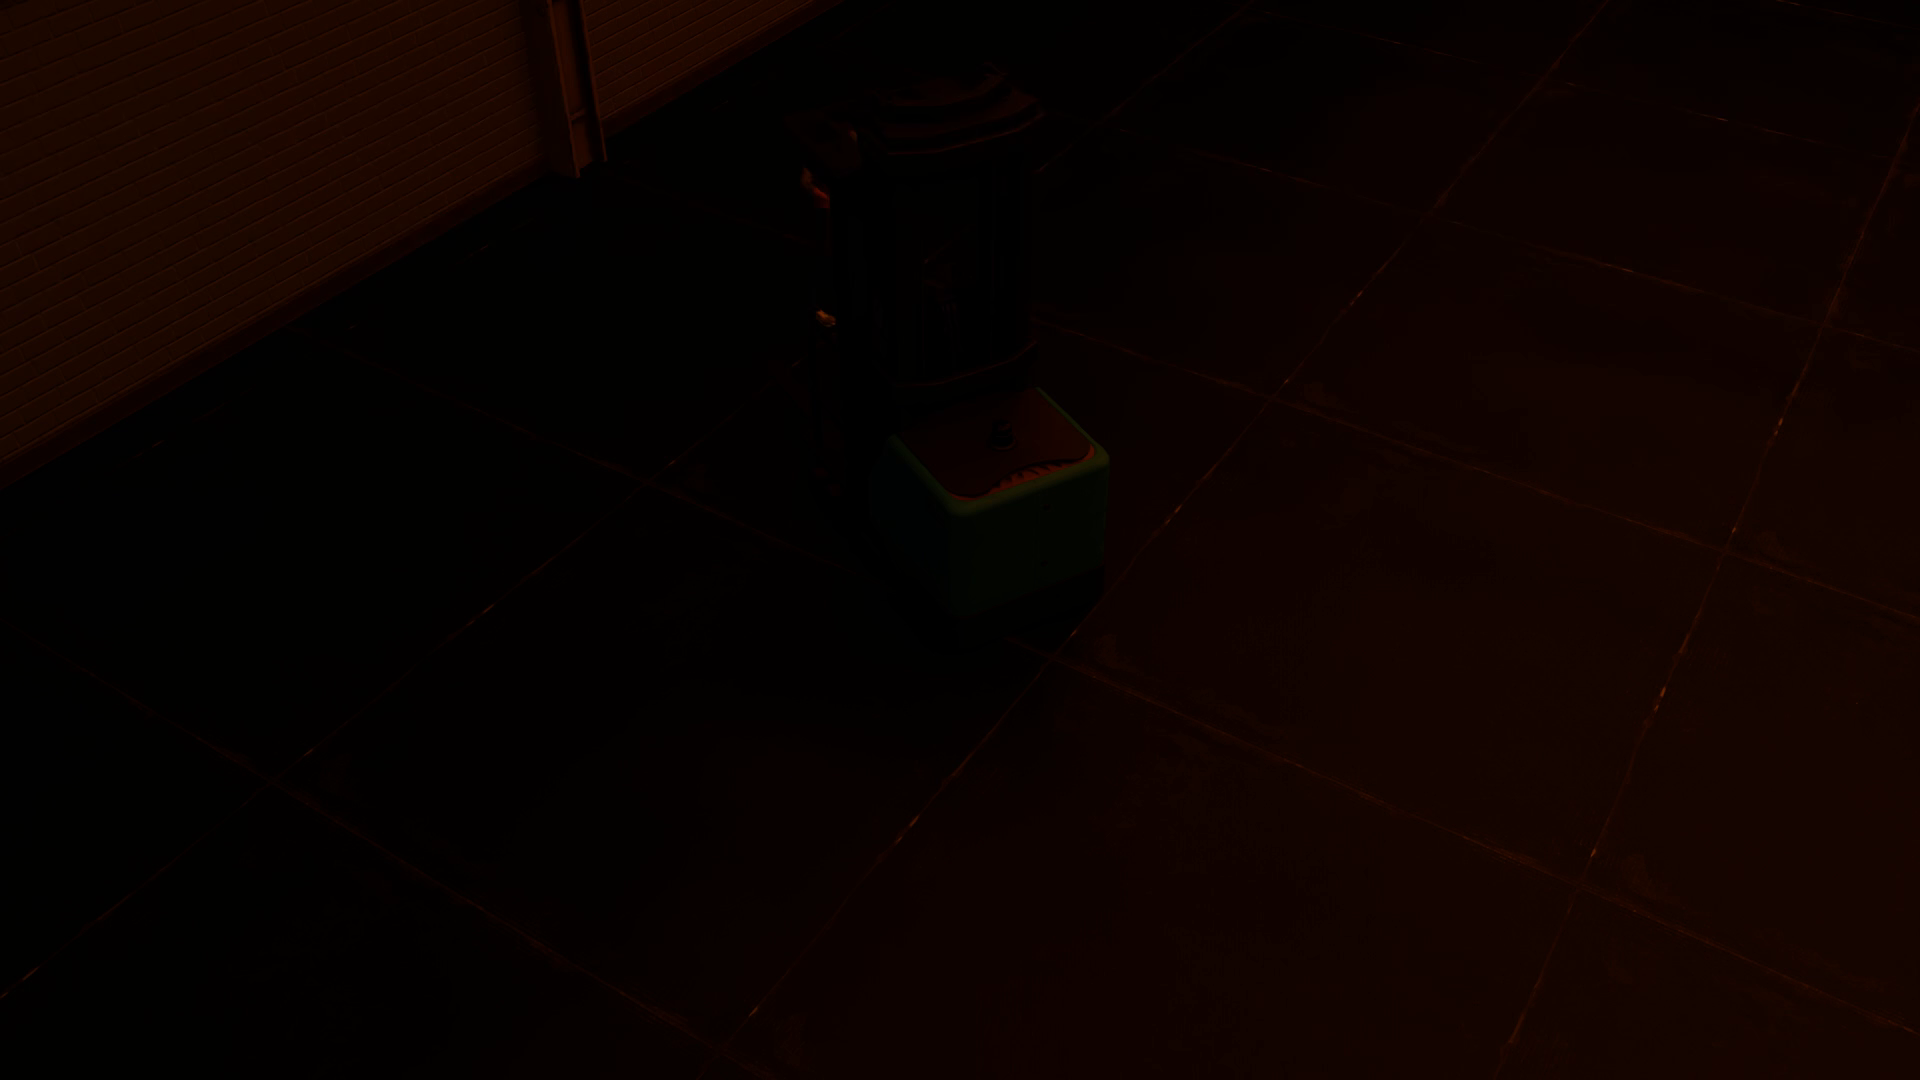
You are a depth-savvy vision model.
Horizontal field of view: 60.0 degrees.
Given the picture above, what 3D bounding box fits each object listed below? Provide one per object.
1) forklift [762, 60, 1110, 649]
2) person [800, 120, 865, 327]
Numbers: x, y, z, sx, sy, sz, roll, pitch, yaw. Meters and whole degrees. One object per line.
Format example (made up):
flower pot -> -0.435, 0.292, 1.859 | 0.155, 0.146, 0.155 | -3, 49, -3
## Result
forklift -> -0.319, -1.440, 9.666 | 1.130, 2.935, 3.031 | -20, 44, -22
person -> -0.776, -2.451, 12.037 | 1.158, 1.409, 0.753 | -28, 48, -29
